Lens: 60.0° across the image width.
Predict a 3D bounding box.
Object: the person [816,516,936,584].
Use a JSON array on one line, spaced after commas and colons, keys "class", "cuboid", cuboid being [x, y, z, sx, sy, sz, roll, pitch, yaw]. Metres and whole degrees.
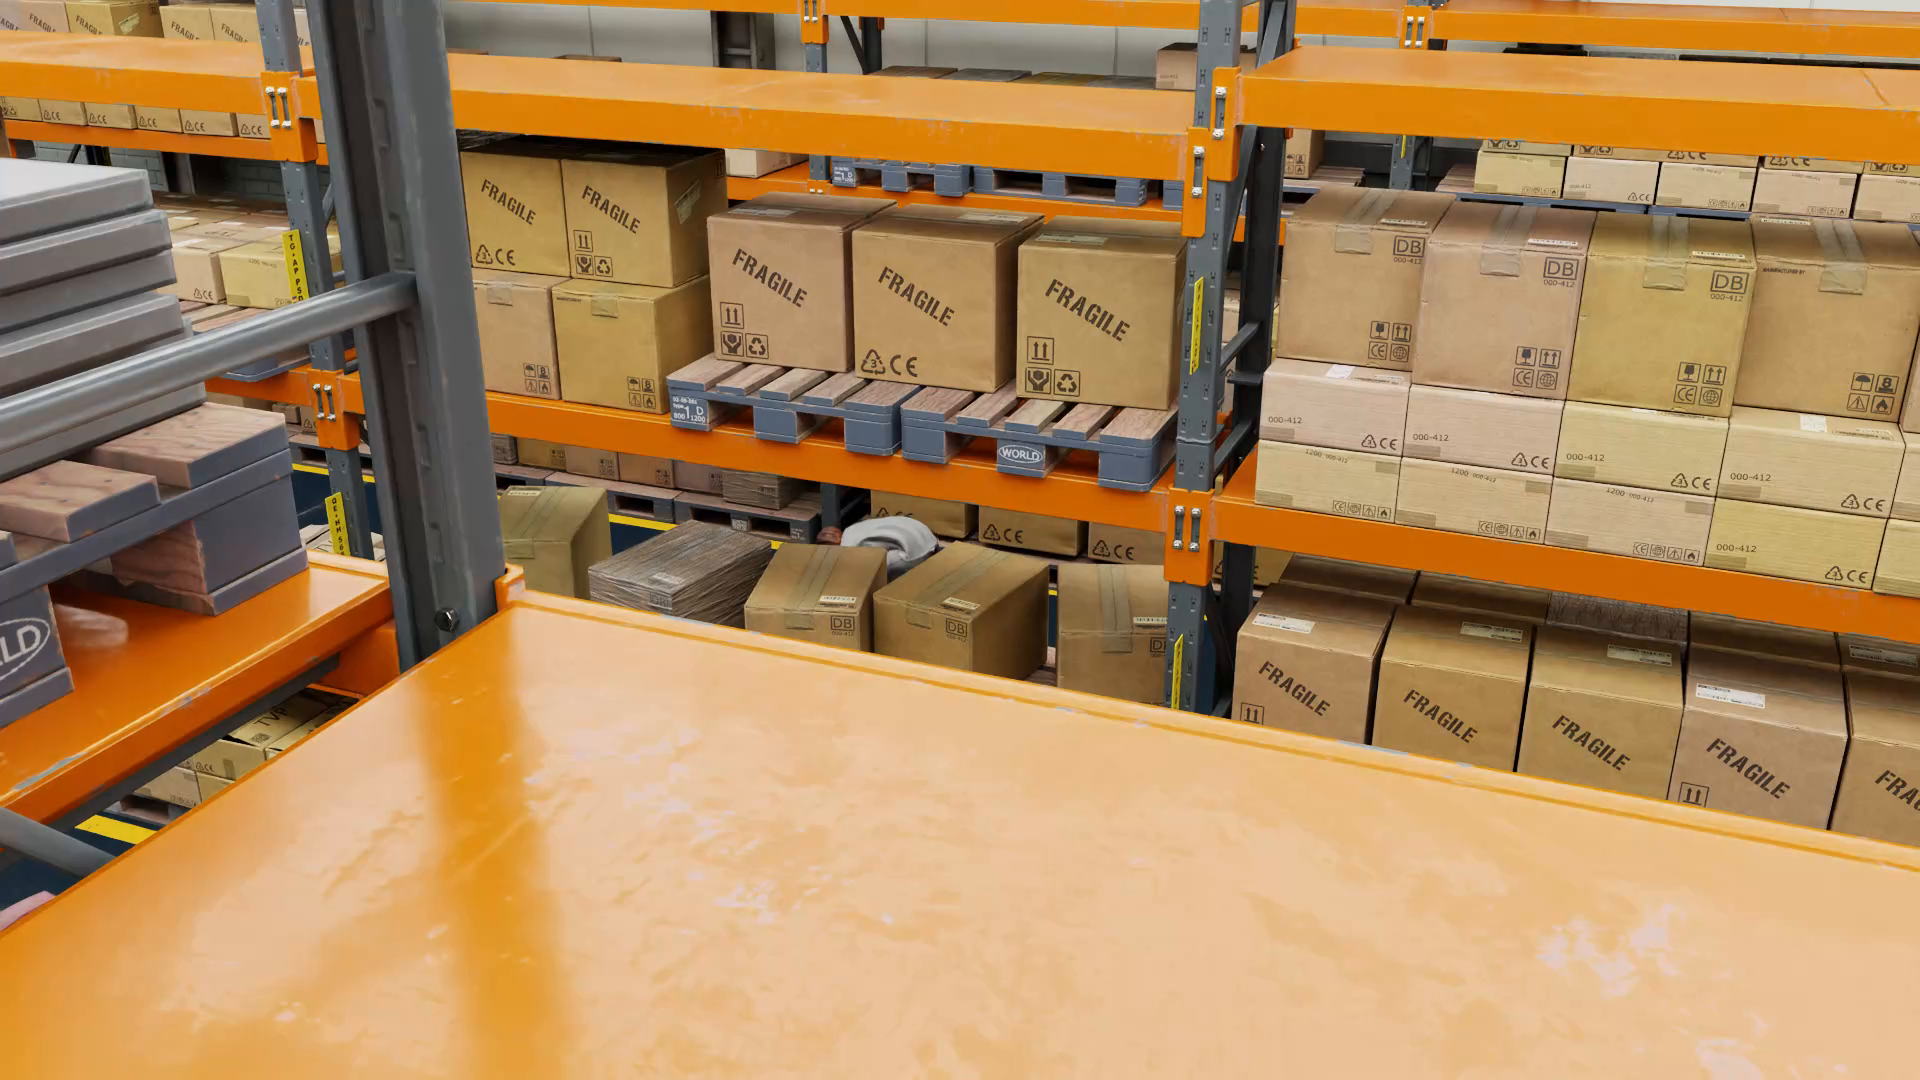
[{"class": "person", "cuboid": [-0.588, 0.207, 11.488, 0.867, 0.798, 0.424, 8, 24, 18]}]
